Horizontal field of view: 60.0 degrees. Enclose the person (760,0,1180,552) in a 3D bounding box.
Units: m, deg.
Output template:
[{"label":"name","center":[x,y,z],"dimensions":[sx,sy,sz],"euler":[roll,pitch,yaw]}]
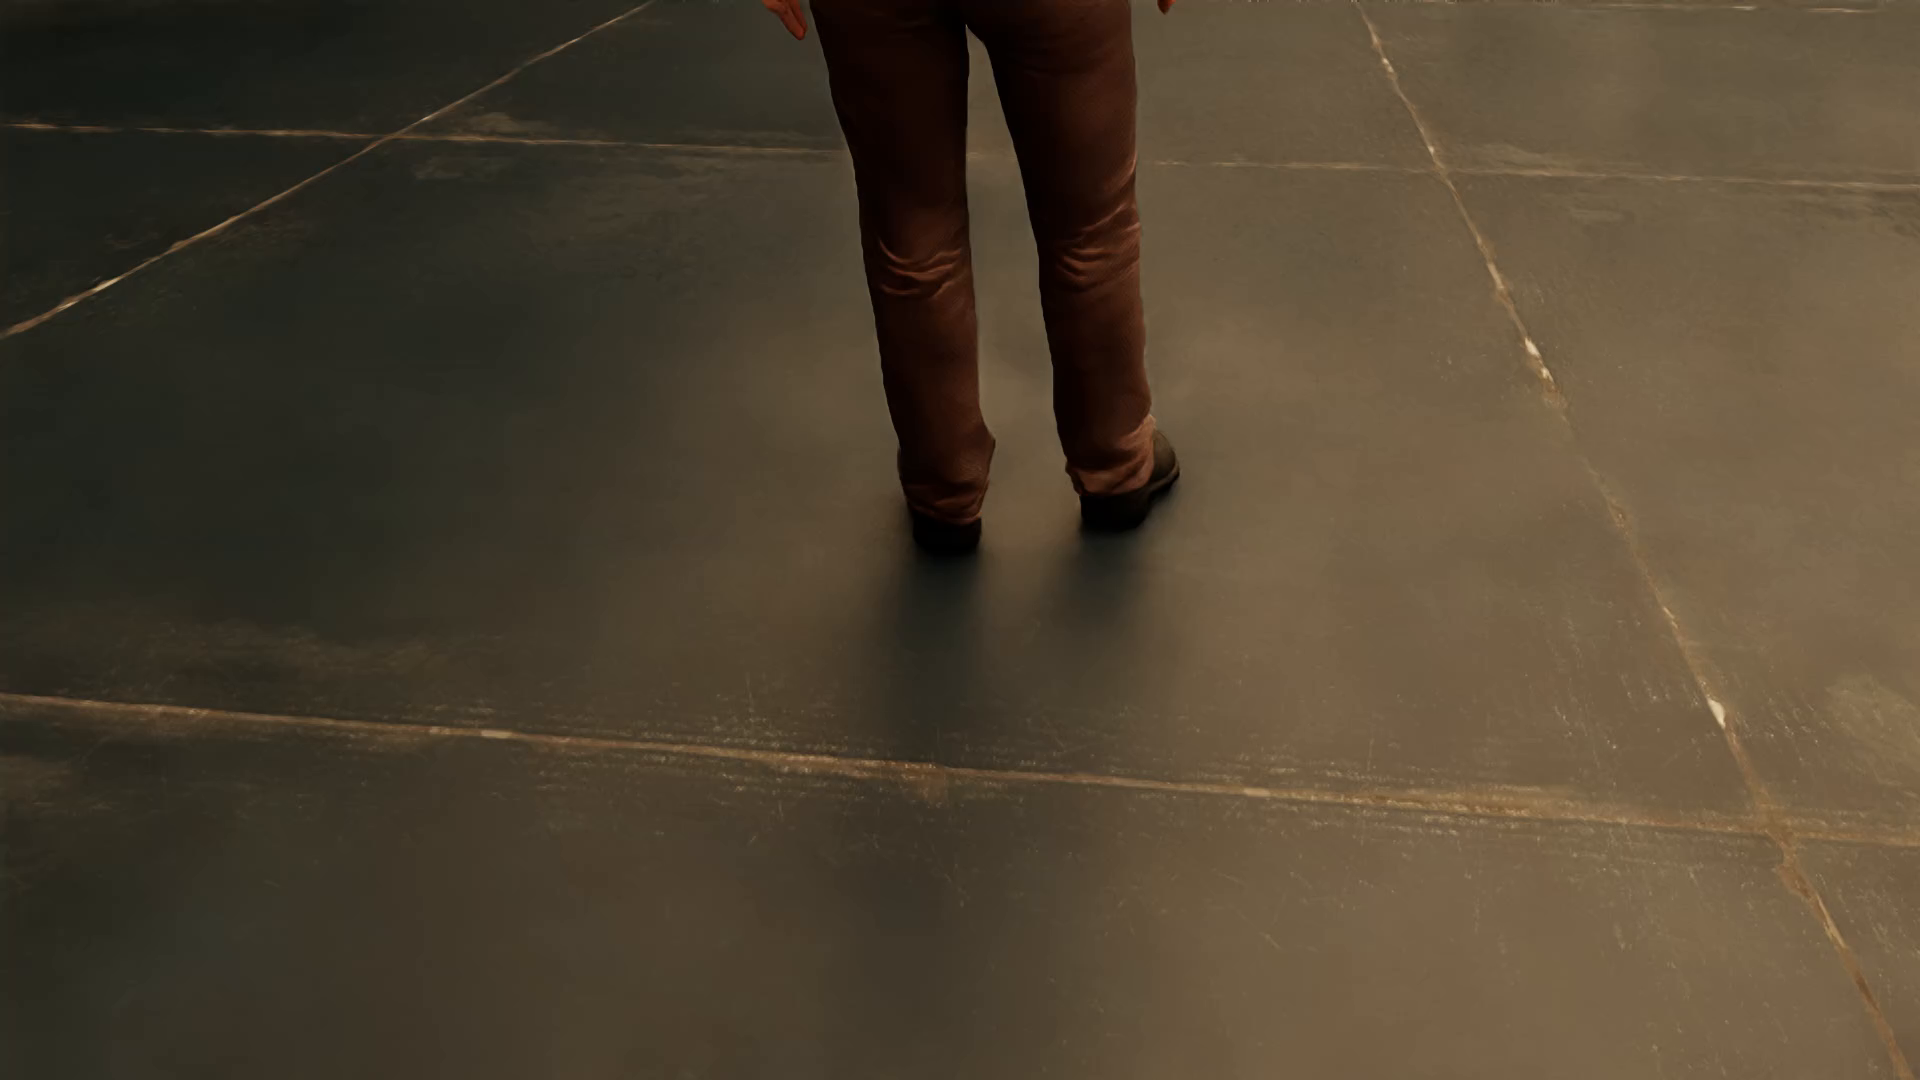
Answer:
[{"label":"person","center":[0.016,-0.804,2.167],"dimensions":[0.632,1.720,0.567],"euler":[3,27,7]}]
